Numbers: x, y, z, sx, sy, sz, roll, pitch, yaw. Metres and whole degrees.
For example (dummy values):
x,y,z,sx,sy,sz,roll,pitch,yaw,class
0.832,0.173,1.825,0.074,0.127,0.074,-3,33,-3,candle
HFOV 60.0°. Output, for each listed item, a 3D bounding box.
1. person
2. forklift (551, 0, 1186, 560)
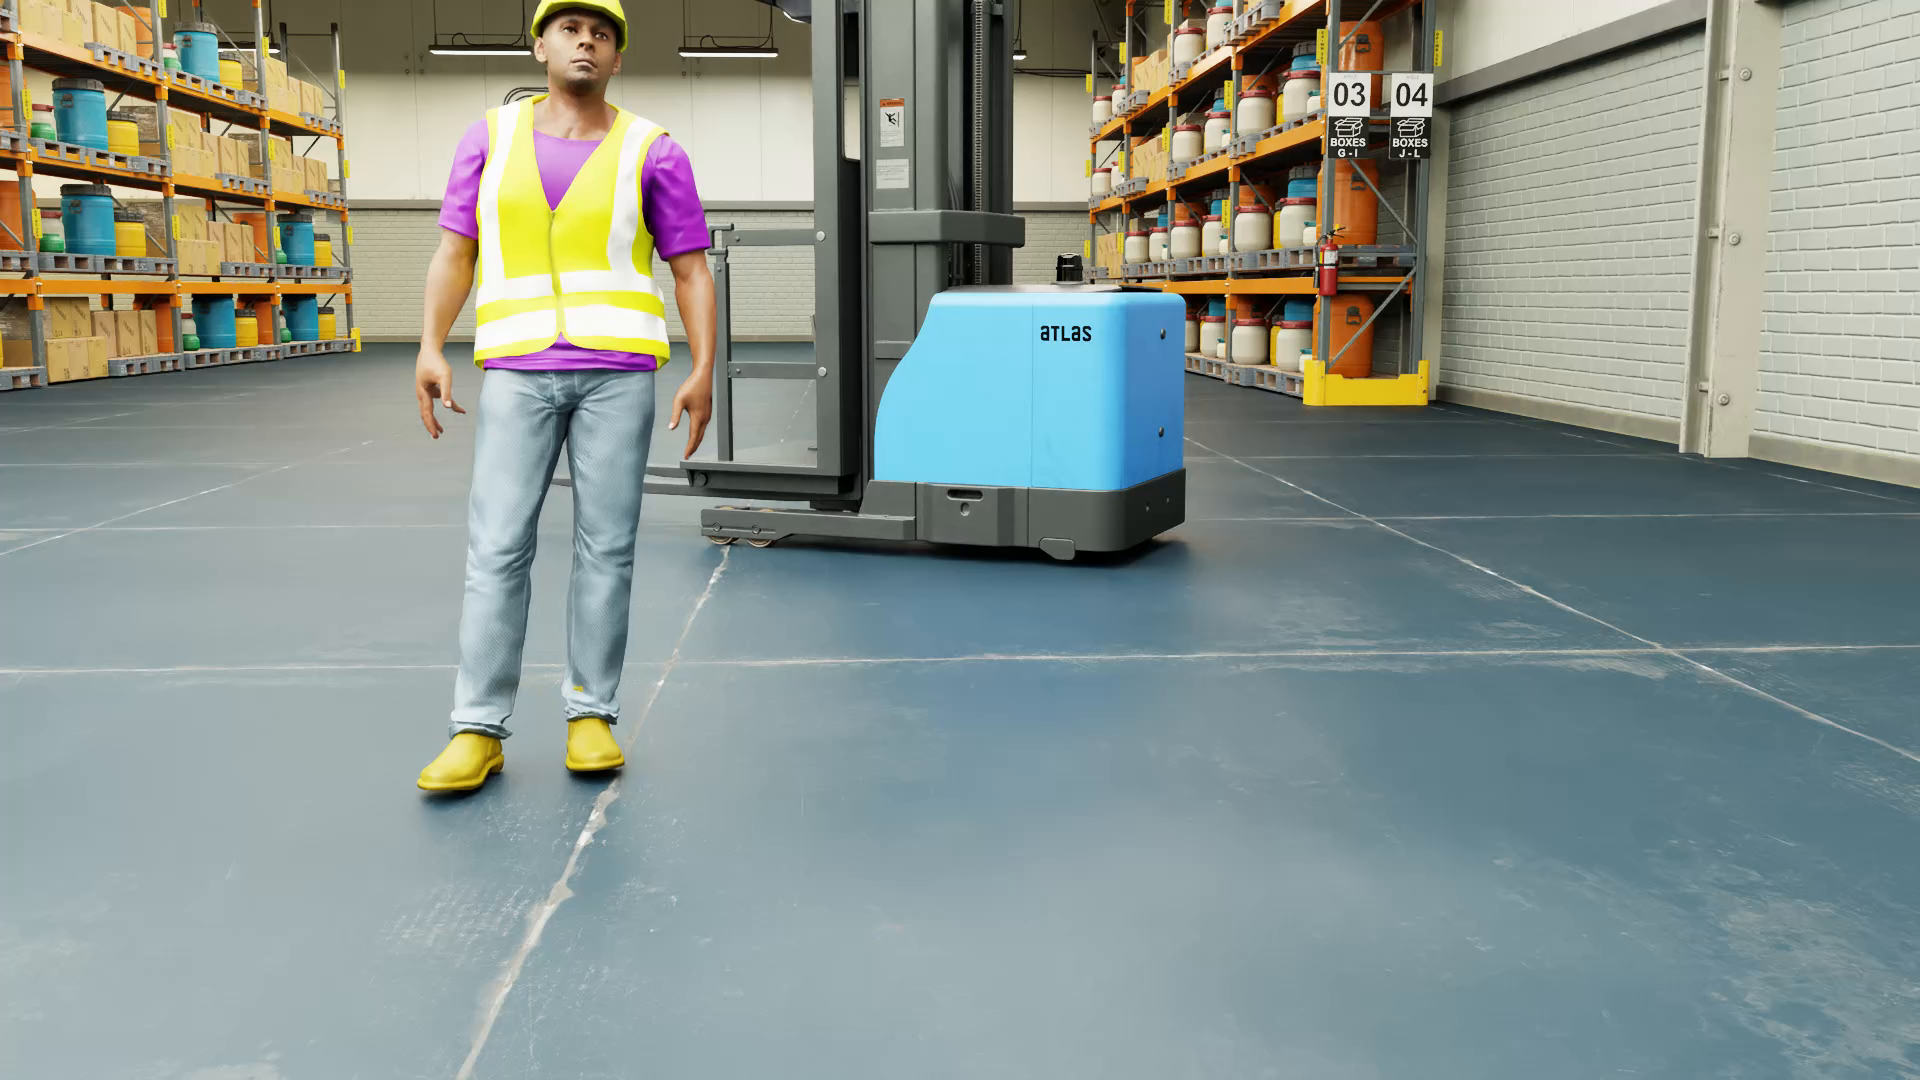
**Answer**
x,y,z,sx,sy,sz,roll,pitch,yaw,class
-0.877,-0.364,3.697,0.666,1.765,0.578,-1,8,-6,person
-0.570,-1.485,7.334,3.031,2.935,1.130,4,9,23,forklift
